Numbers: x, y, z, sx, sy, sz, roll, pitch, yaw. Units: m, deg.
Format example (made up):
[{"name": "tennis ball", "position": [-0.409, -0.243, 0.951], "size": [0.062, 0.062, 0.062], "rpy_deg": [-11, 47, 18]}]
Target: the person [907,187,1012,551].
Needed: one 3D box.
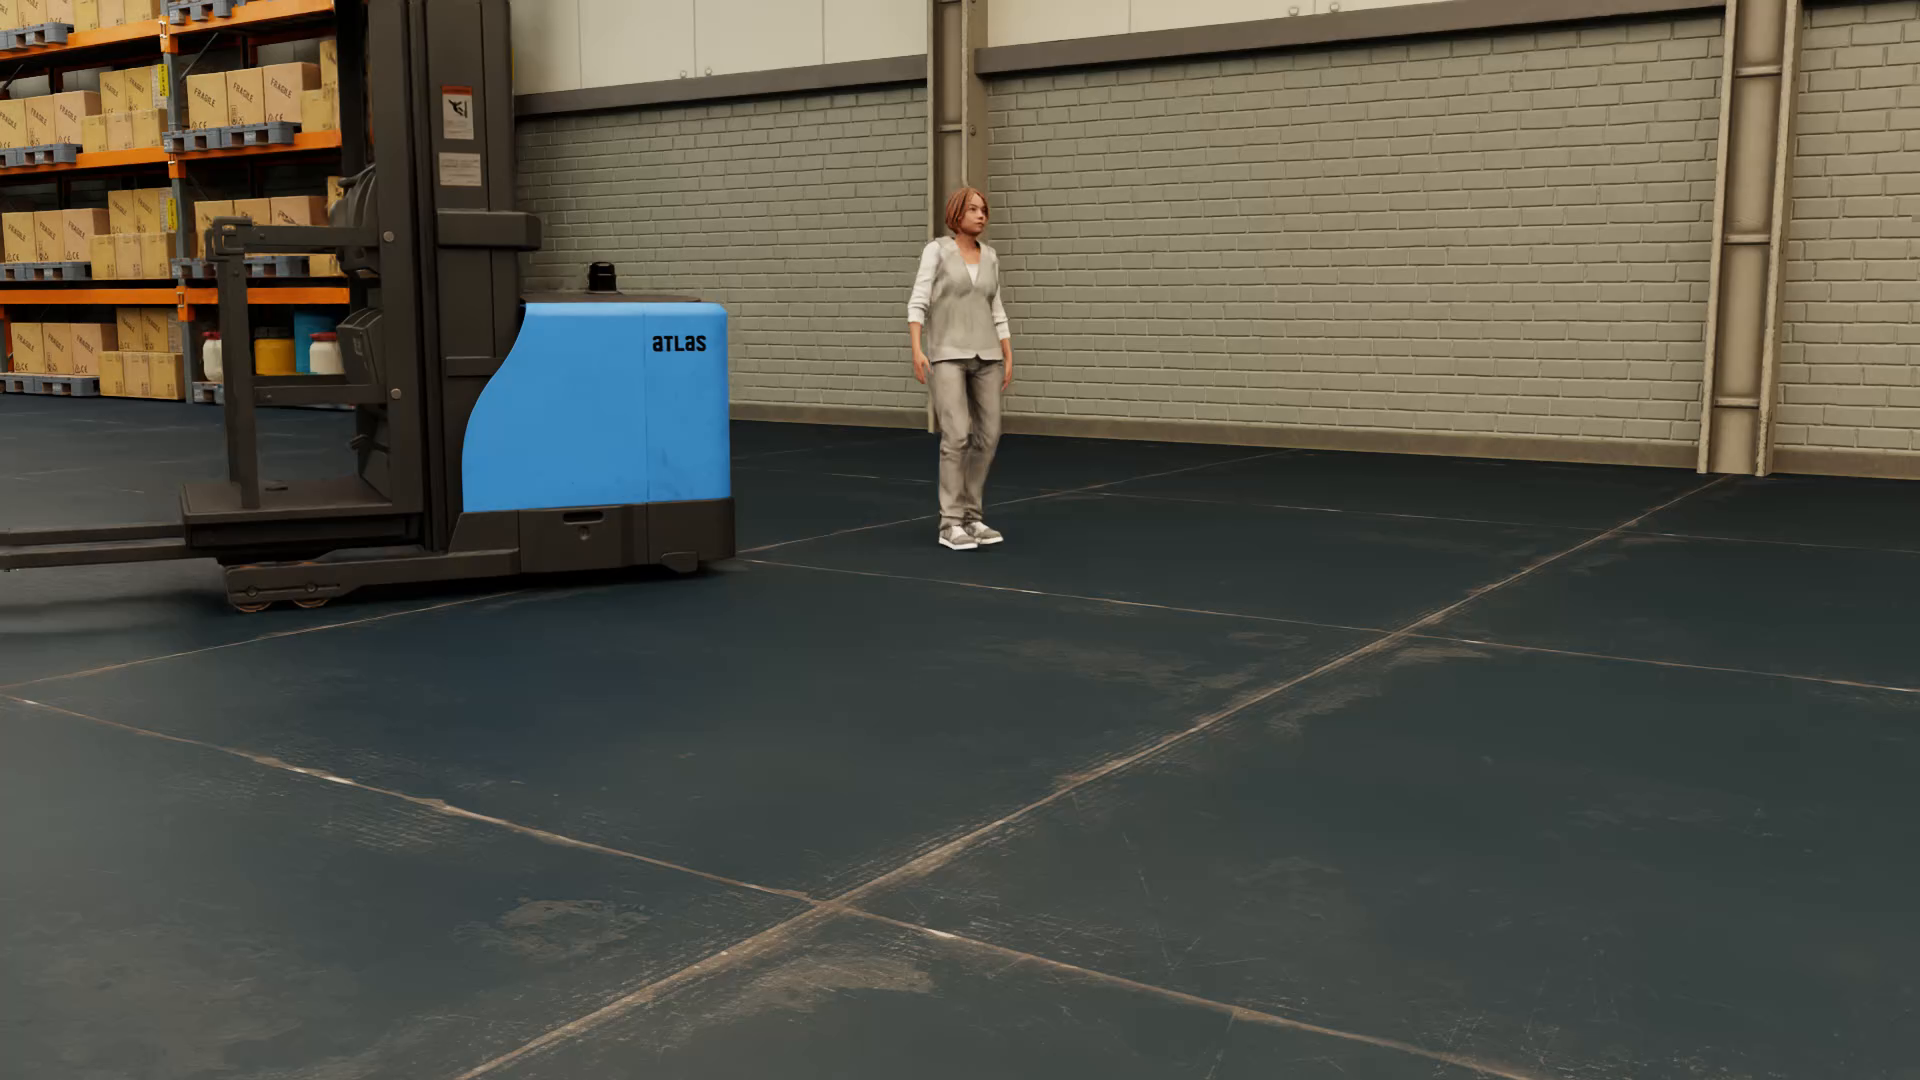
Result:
[{"name": "person", "position": [0.054, -0.769, 7.382], "size": [0.528, 1.588, 0.489], "rpy_deg": [-4, 9, -28]}]

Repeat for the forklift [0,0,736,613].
[{"name": "forklift", "position": [-2.453, -1.281, 6.204], "size": [3.031, 2.935, 1.130], "rpy_deg": [-4, 9, -26]}]
